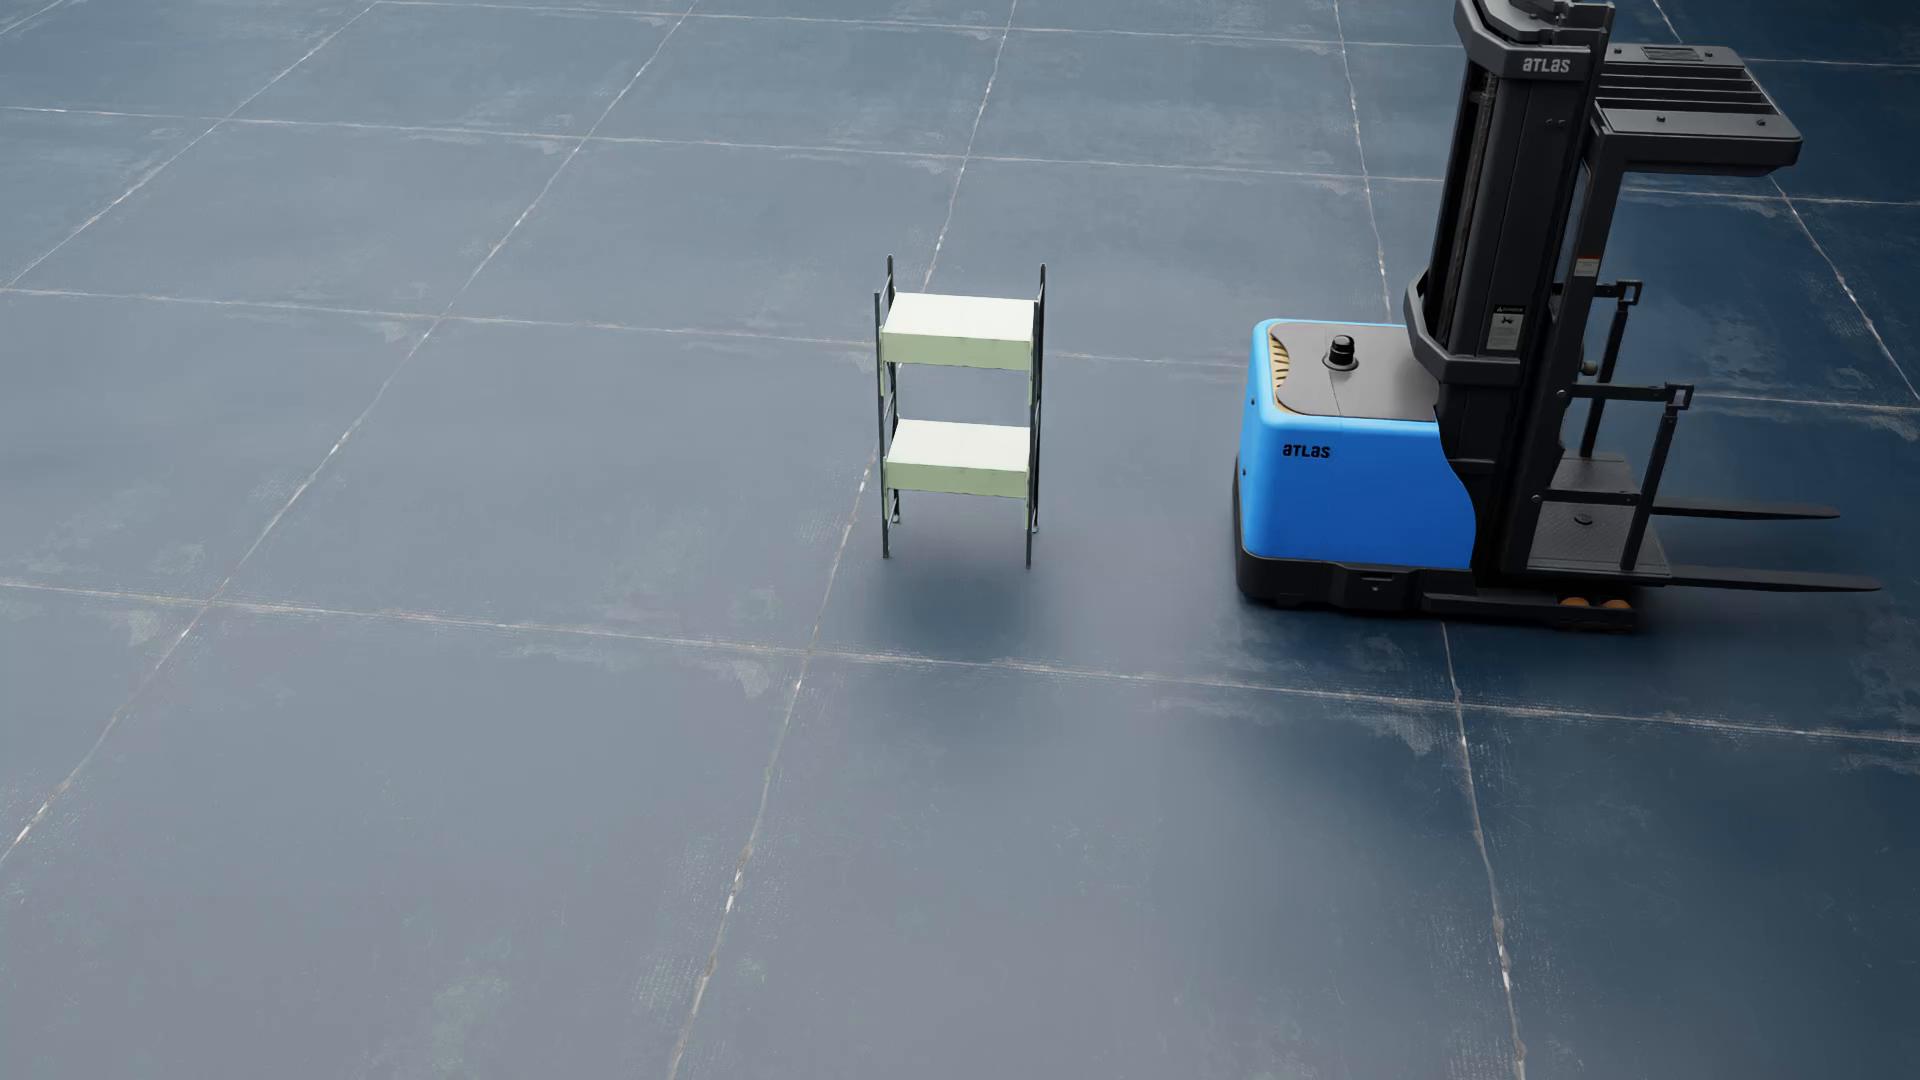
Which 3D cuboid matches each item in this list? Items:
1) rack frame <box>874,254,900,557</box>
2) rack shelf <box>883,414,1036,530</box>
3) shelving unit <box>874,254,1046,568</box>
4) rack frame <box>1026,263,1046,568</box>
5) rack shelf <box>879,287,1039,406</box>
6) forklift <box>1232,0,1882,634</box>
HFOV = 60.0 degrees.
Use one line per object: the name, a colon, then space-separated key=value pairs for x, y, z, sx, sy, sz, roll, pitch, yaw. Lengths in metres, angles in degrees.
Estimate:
rack frame: x=-0.356 y=-0.637 z=8.209 sx=0.023 sy=1.500 sz=0.400 roll=4 pitch=36 yaw=6
rack shelf: x=0.007 y=-0.345 z=8.360 sx=0.720 sy=0.370 sz=0.431 roll=4 pitch=36 yaw=6
shelving unit: x=0.007 y=-0.610 z=8.171 sx=0.755 sy=1.500 sz=0.431 roll=4 pitch=36 yaw=6
rack frame: x=0.370 y=-0.583 z=8.133 sx=0.023 sy=1.500 sz=0.400 roll=4 pitch=36 yaw=6
rack shelf: x=0.007 y=-0.928 z=7.944 sx=0.720 sy=0.370 sz=0.431 roll=4 pitch=36 yaw=6
forklift: x=2.914 y=-1.068 z=7.580 sx=3.031 sy=2.935 sz=1.130 roll=4 pitch=36 yaw=5
